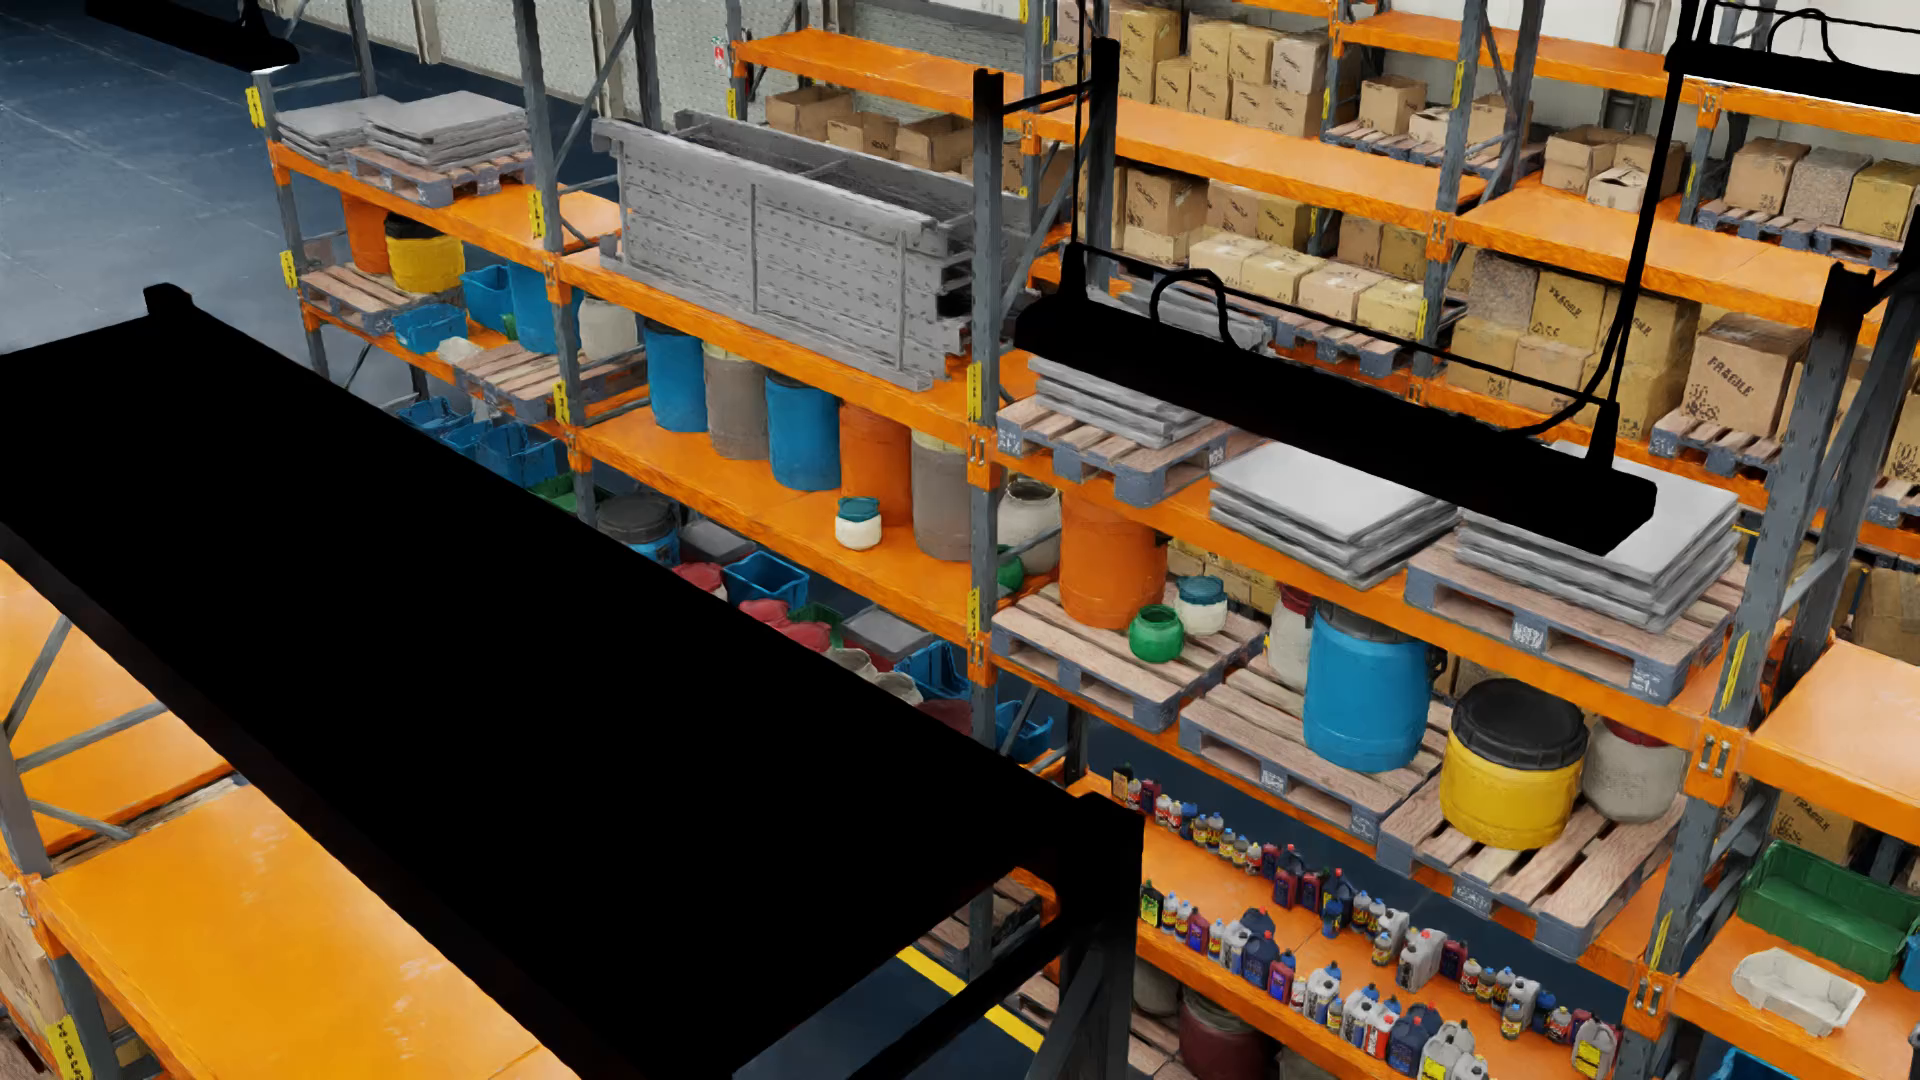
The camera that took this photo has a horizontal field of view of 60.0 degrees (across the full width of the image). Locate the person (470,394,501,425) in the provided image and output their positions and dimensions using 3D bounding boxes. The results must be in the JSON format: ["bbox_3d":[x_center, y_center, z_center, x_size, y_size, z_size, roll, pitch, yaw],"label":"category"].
[{"bbox_3d":[-5.344,-2.002,18.148,0.478,1.587,0.676,-12,31,-20],"label":"person"}]
